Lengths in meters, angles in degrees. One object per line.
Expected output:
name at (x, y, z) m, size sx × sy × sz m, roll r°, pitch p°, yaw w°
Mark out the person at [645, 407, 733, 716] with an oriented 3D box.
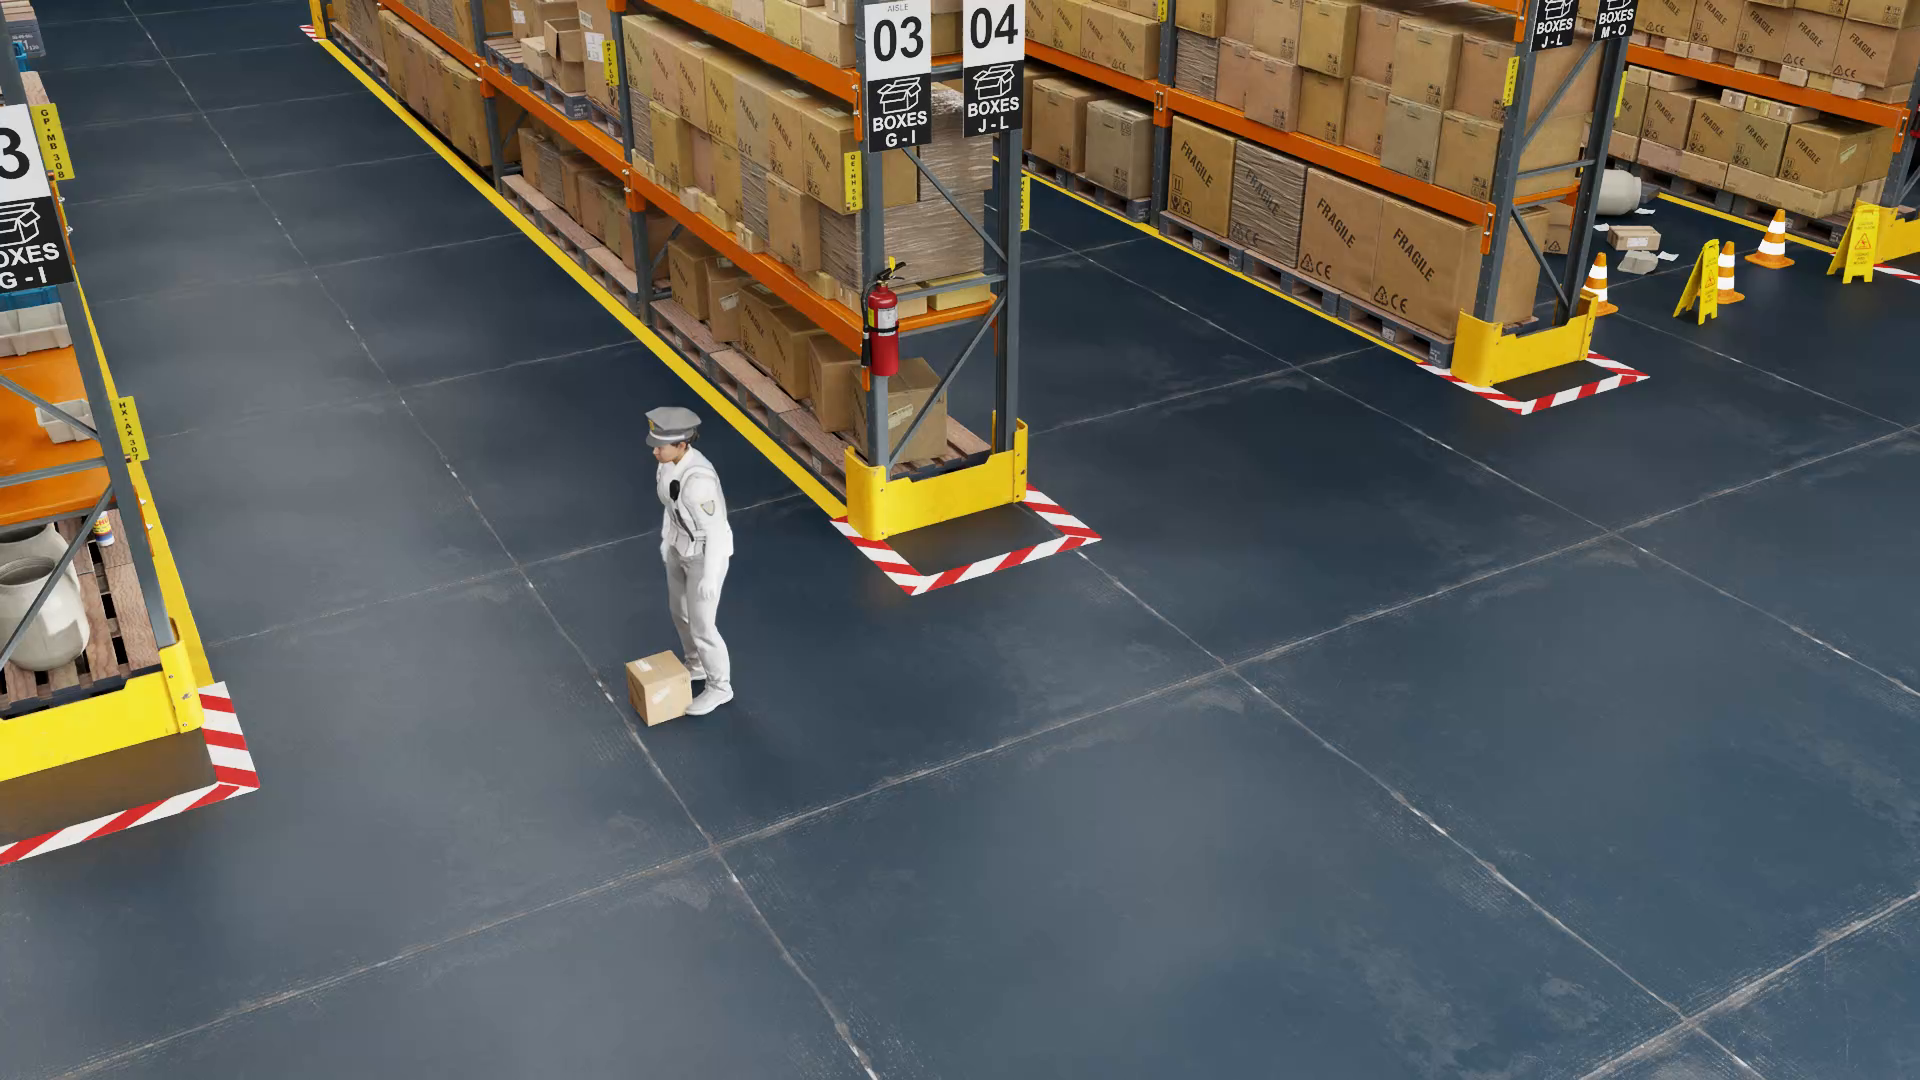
person at (-1.350, 0.090, 8.391) m, size 0.376 × 1.662 × 0.543 m, roll -18°, pitch 34°, yaw -29°
